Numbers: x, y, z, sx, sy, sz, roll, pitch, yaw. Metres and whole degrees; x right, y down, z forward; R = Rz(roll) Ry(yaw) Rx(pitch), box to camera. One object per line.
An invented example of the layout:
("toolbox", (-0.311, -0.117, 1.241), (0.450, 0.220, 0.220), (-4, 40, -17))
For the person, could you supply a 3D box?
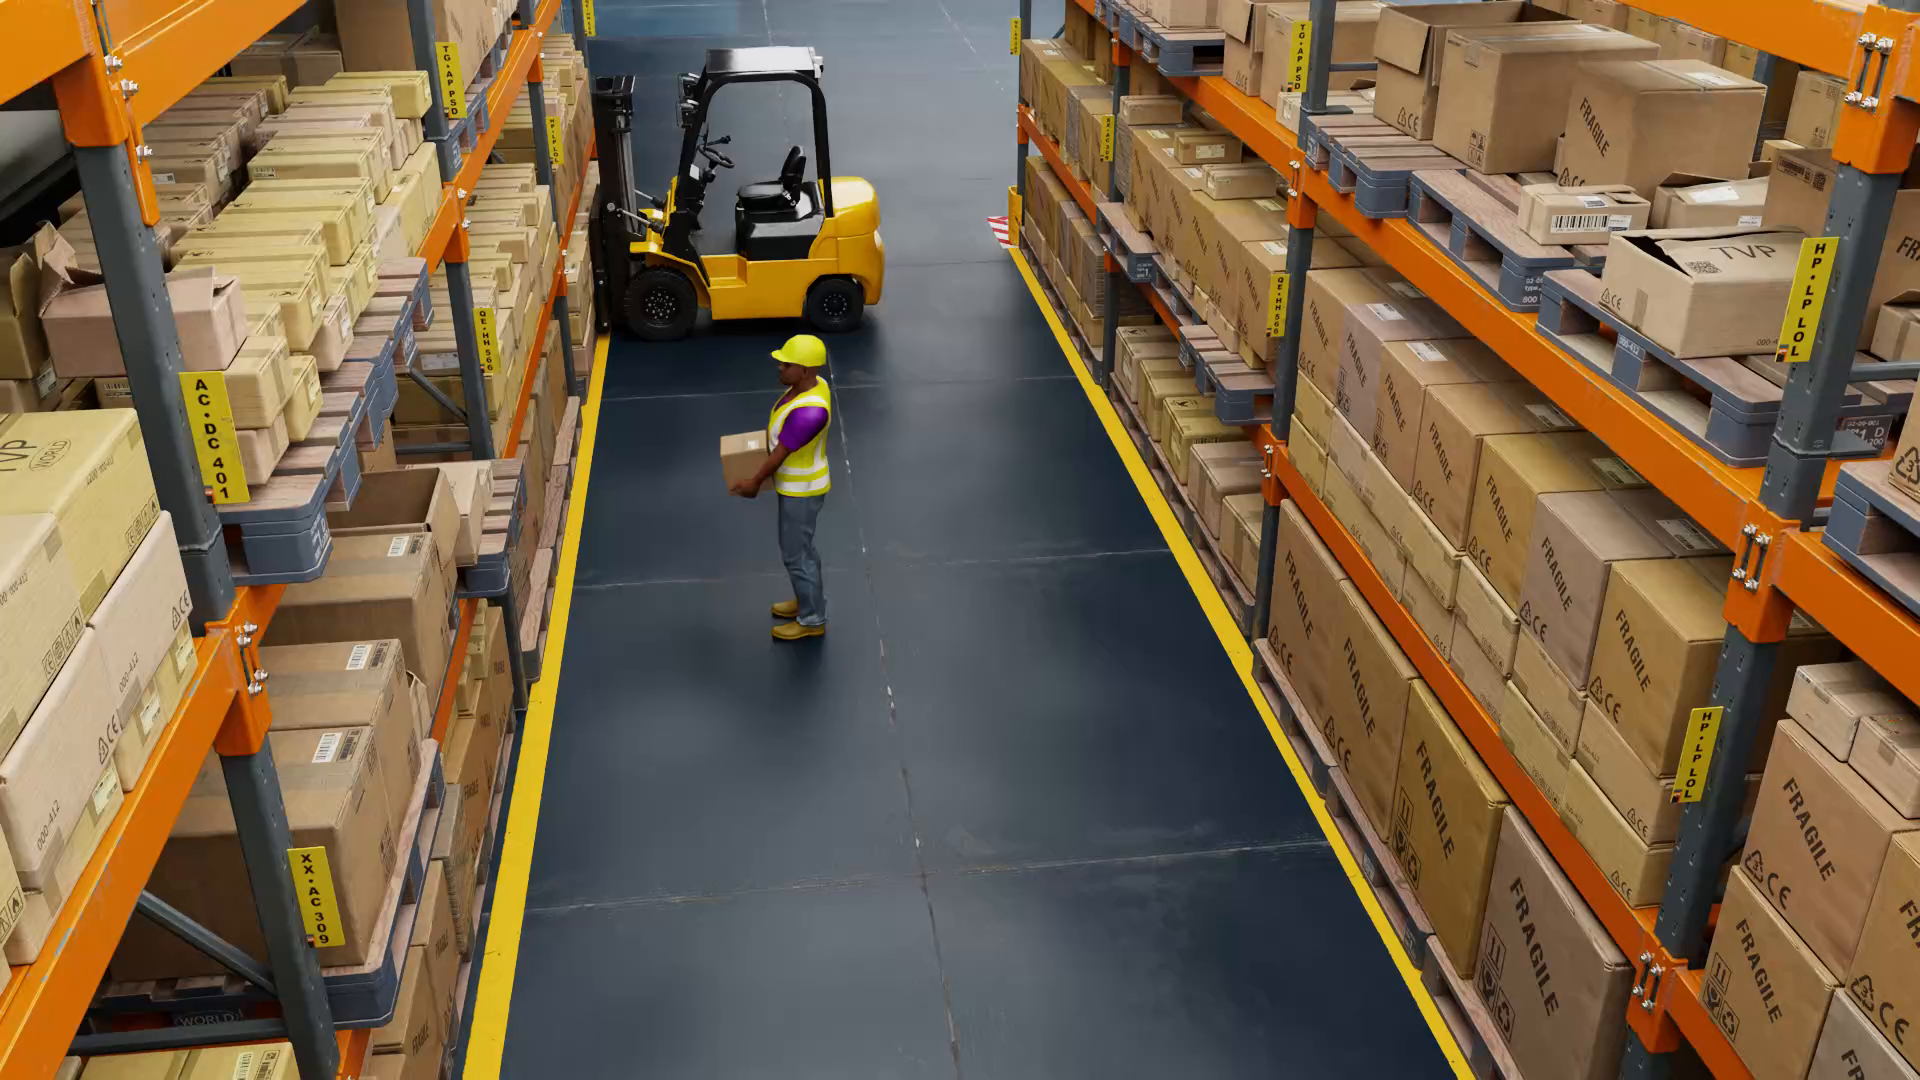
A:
("person", (-0.977, -0.291, 9.168), (0.574, 1.760, 0.504), (-3, 27, -6))
